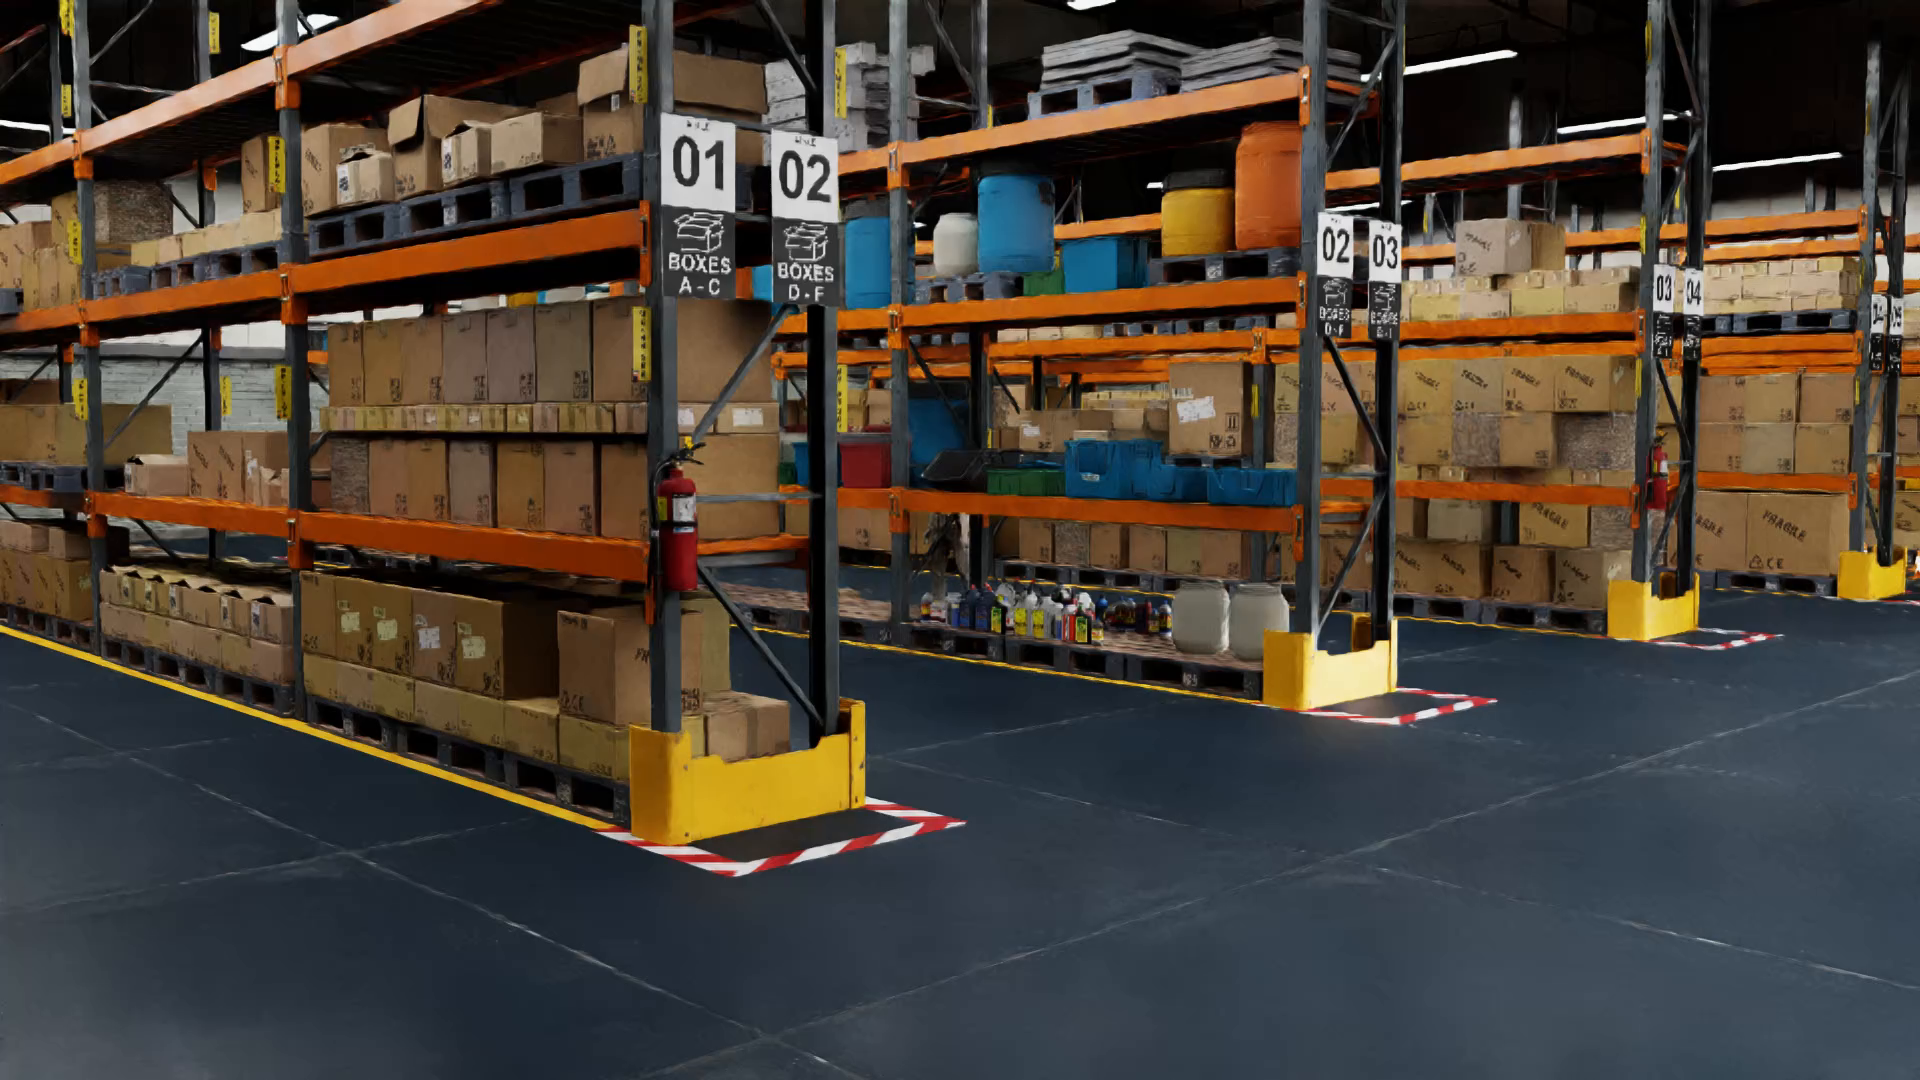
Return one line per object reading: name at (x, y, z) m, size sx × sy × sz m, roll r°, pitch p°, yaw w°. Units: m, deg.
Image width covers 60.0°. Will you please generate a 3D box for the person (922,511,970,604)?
person at (-0.124, -0.086, 15.414) m, size 0.561 × 1.666 × 0.644 m, roll -3°, pitch 5°, yaw -38°
